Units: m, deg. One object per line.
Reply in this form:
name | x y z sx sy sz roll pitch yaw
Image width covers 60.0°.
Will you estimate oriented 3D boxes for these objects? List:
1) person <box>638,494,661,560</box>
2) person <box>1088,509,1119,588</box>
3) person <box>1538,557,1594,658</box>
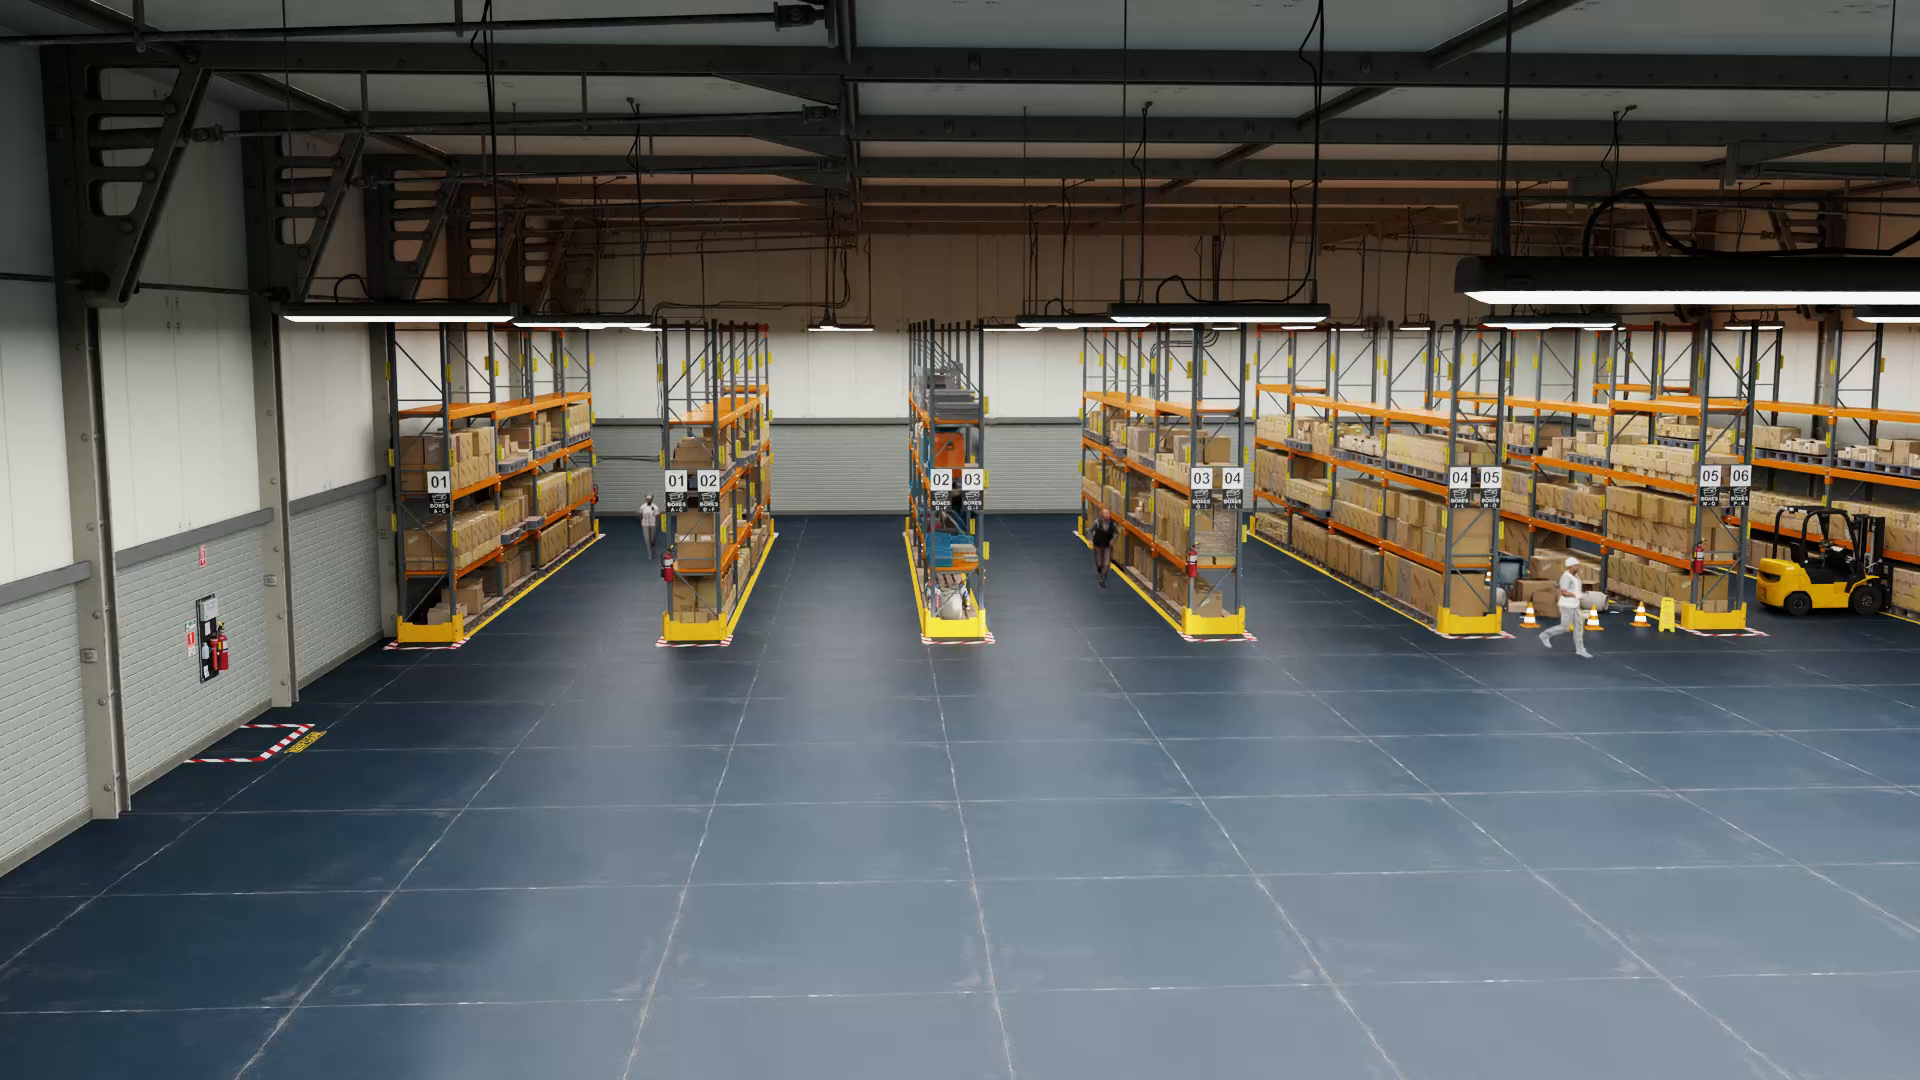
person | -7.968 -0.356 42.659 0.578 1.686 0.792 -1 7 -9
person | 3.091 0.161 36.129 0.636 1.697 0.706 0 7 -1
person | 10.809 1.194 29.647 0.949 1.806 0.688 5 9 37
